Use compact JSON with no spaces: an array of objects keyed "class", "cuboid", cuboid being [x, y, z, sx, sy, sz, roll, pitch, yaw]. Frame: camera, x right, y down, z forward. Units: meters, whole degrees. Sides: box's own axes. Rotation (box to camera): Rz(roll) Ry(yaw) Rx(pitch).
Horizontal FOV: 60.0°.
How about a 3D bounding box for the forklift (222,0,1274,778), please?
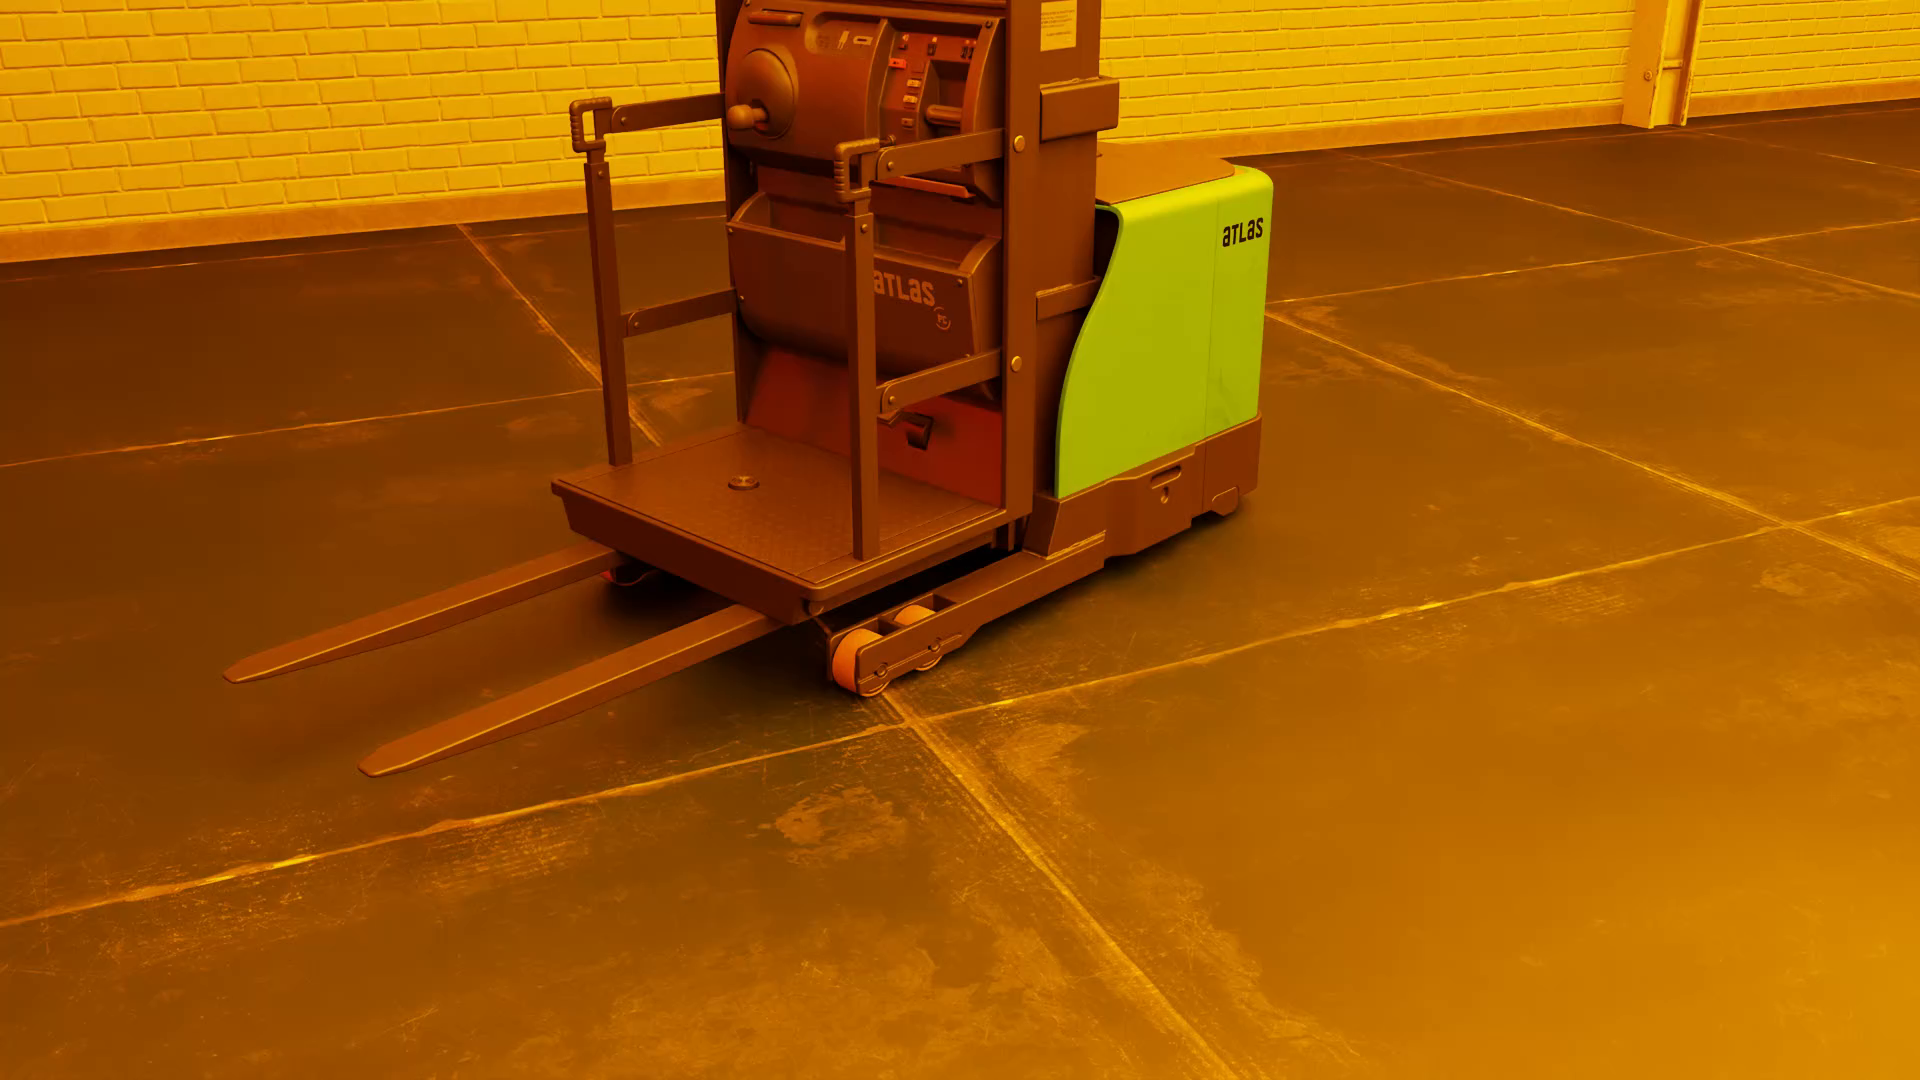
[{"class":"forklift","cuboid":[-0.413,-1.182,4.131,1.130,2.935,3.031,19,29,39]}]
